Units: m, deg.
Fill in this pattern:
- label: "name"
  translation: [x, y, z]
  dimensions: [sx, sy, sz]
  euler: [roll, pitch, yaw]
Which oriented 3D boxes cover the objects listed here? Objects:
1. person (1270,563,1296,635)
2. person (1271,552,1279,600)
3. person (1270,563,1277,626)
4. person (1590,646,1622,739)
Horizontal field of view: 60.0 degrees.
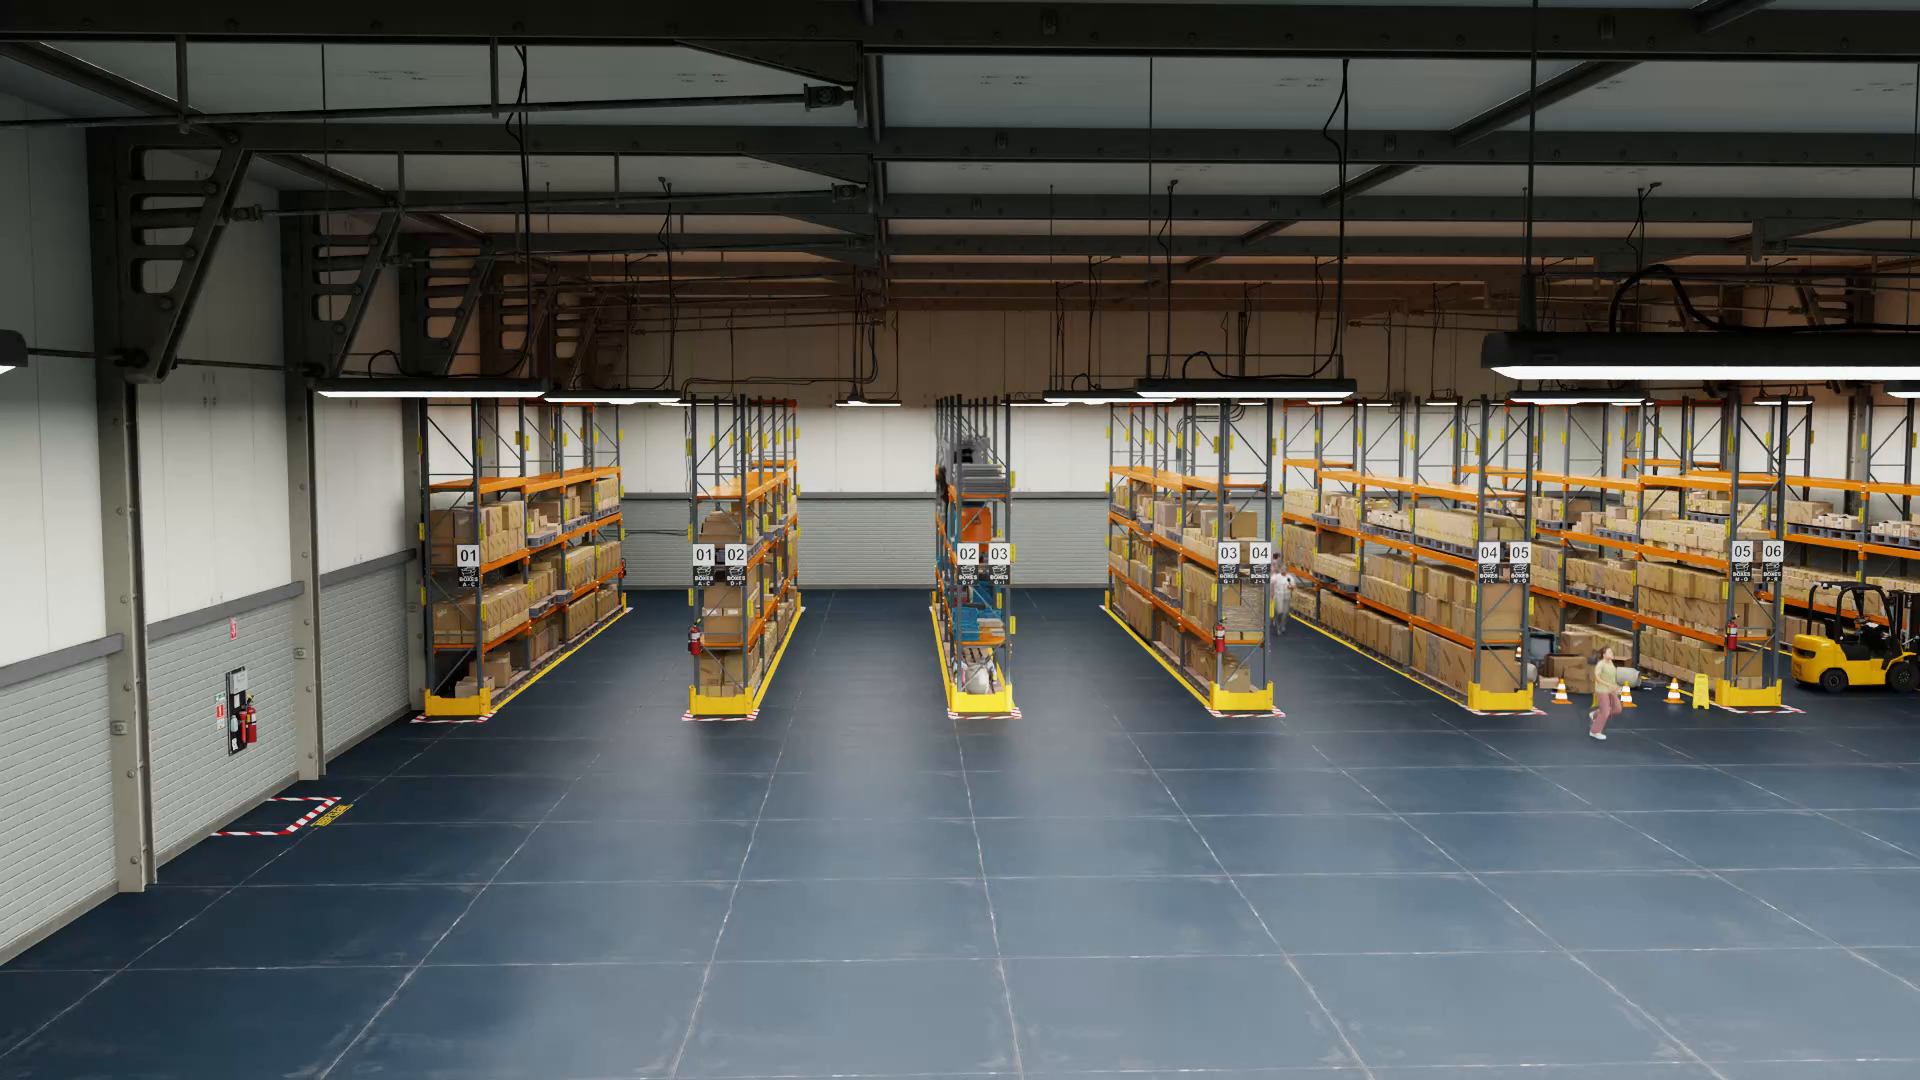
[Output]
- label: "person"
  translation: [8.229, 1.516, 42.381]
  dimensions: [0.633, 1.845, 0.776]
  euler: [0, 5, -4]
- label: "person"
  translation: [9.168, 1.096, 49.101]
  dimensions: [0.494, 1.543, 0.653]
  euler: [1, 5, 11]
- label: "person"
  translation: [8.212, 1.440, 43.827]
  dimensions: [0.535, 1.663, 0.673]
  euler: [0, 4, 2]
- label: "person"
  translation: [11.231, 2.643, 28.910]
  dimensions: [0.605, 1.629, 0.603]
  euler: [-3, 6, -37]
